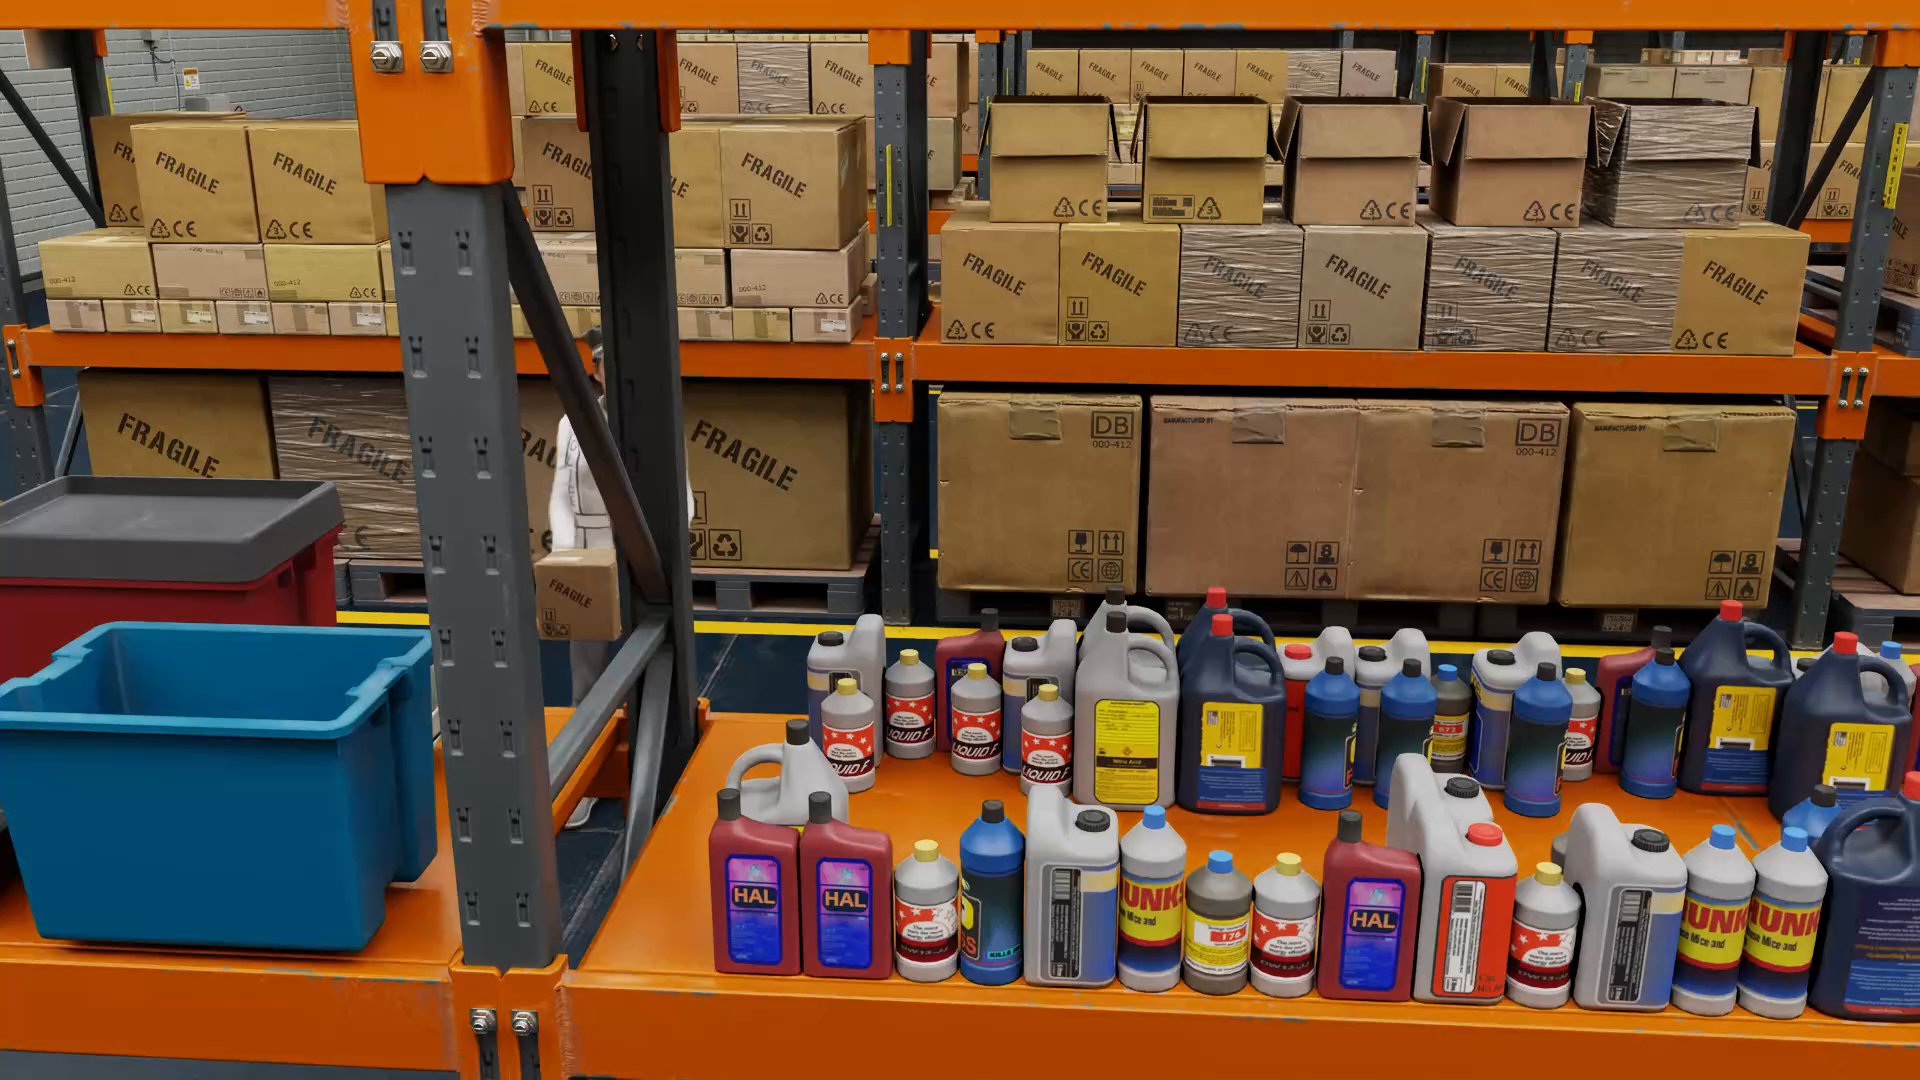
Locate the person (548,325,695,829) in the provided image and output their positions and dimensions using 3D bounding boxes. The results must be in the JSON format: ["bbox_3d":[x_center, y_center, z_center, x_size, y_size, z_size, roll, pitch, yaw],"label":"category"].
[{"bbox_3d":[-1.150,0.111,5.632,0.517,1.701,0.509,-1,18,-3],"label":"person"}]
